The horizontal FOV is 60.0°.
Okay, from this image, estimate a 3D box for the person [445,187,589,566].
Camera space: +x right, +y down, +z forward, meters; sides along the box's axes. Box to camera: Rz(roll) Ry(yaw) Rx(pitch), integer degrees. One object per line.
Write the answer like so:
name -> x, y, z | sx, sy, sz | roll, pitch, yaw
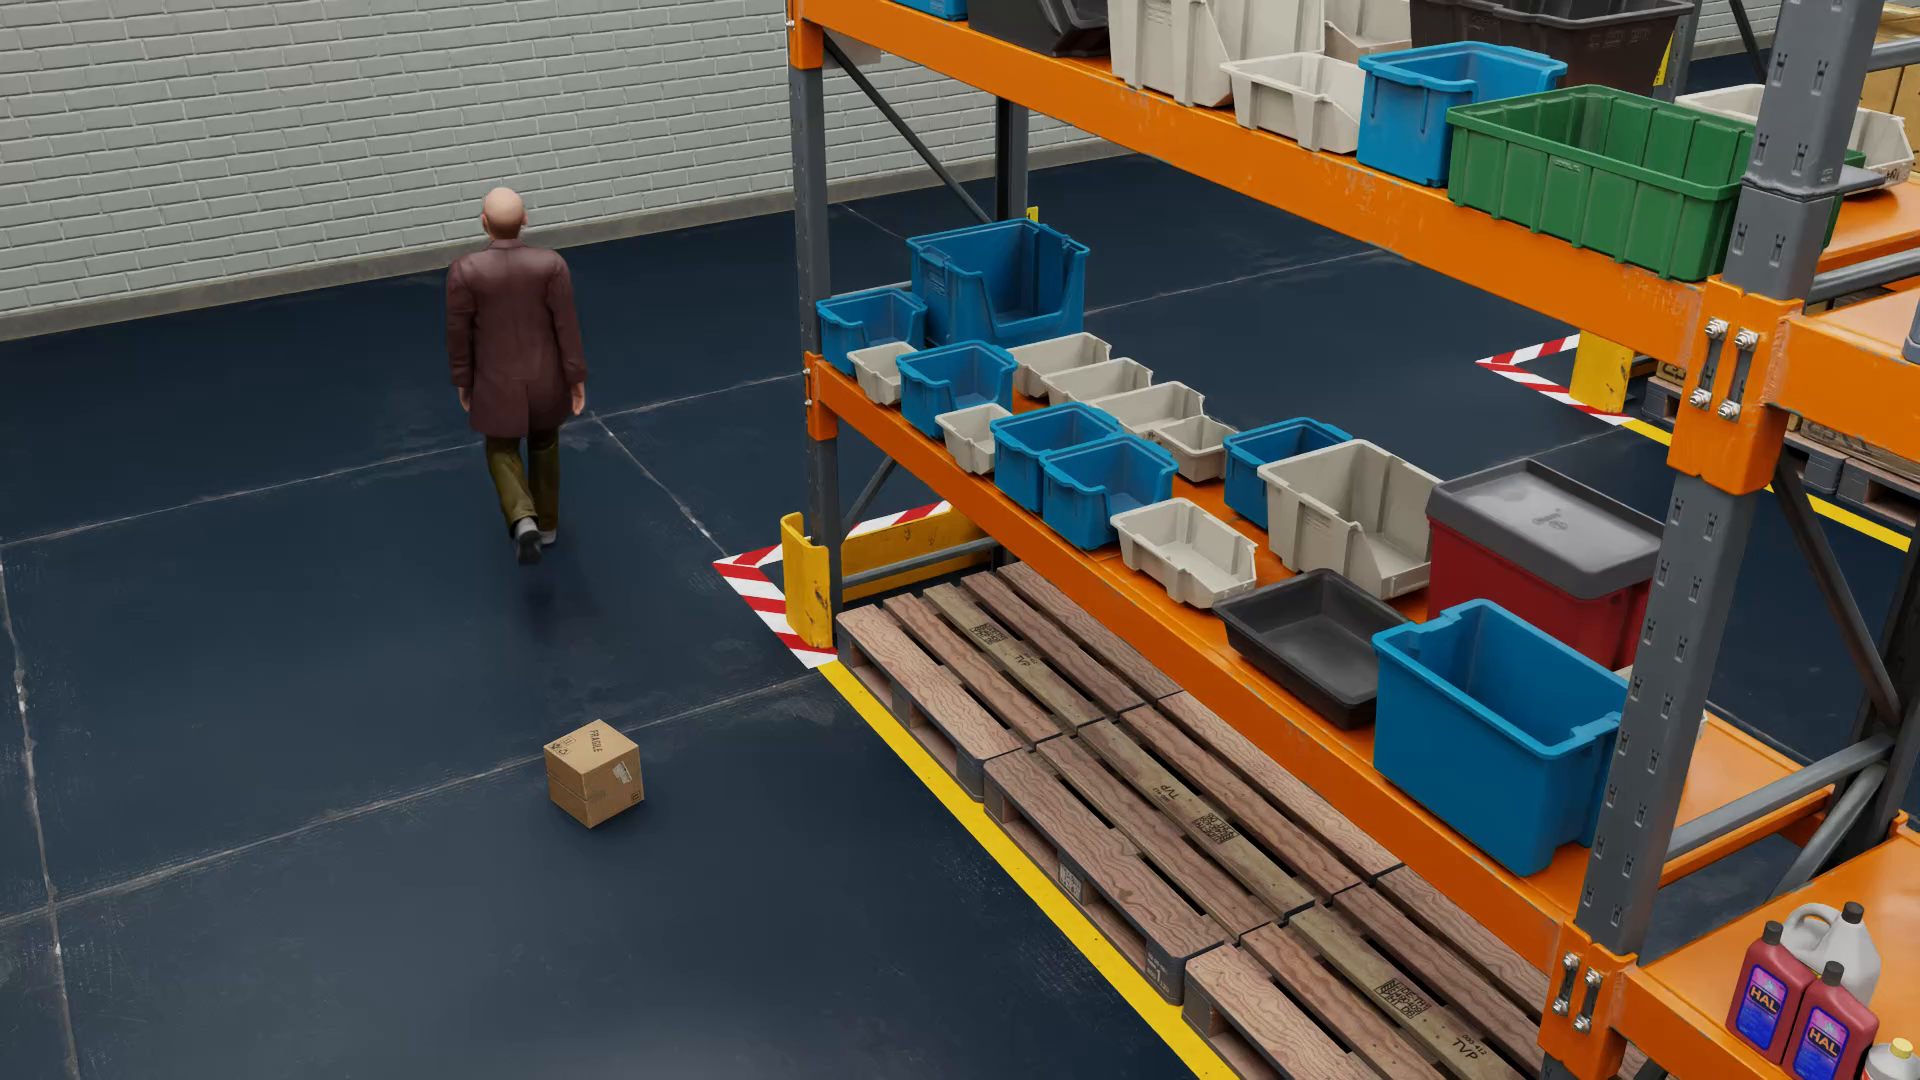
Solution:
person -> -1.980, -0.714, 7.500 | 0.602, 1.752, 0.860 | -9, 30, -16
